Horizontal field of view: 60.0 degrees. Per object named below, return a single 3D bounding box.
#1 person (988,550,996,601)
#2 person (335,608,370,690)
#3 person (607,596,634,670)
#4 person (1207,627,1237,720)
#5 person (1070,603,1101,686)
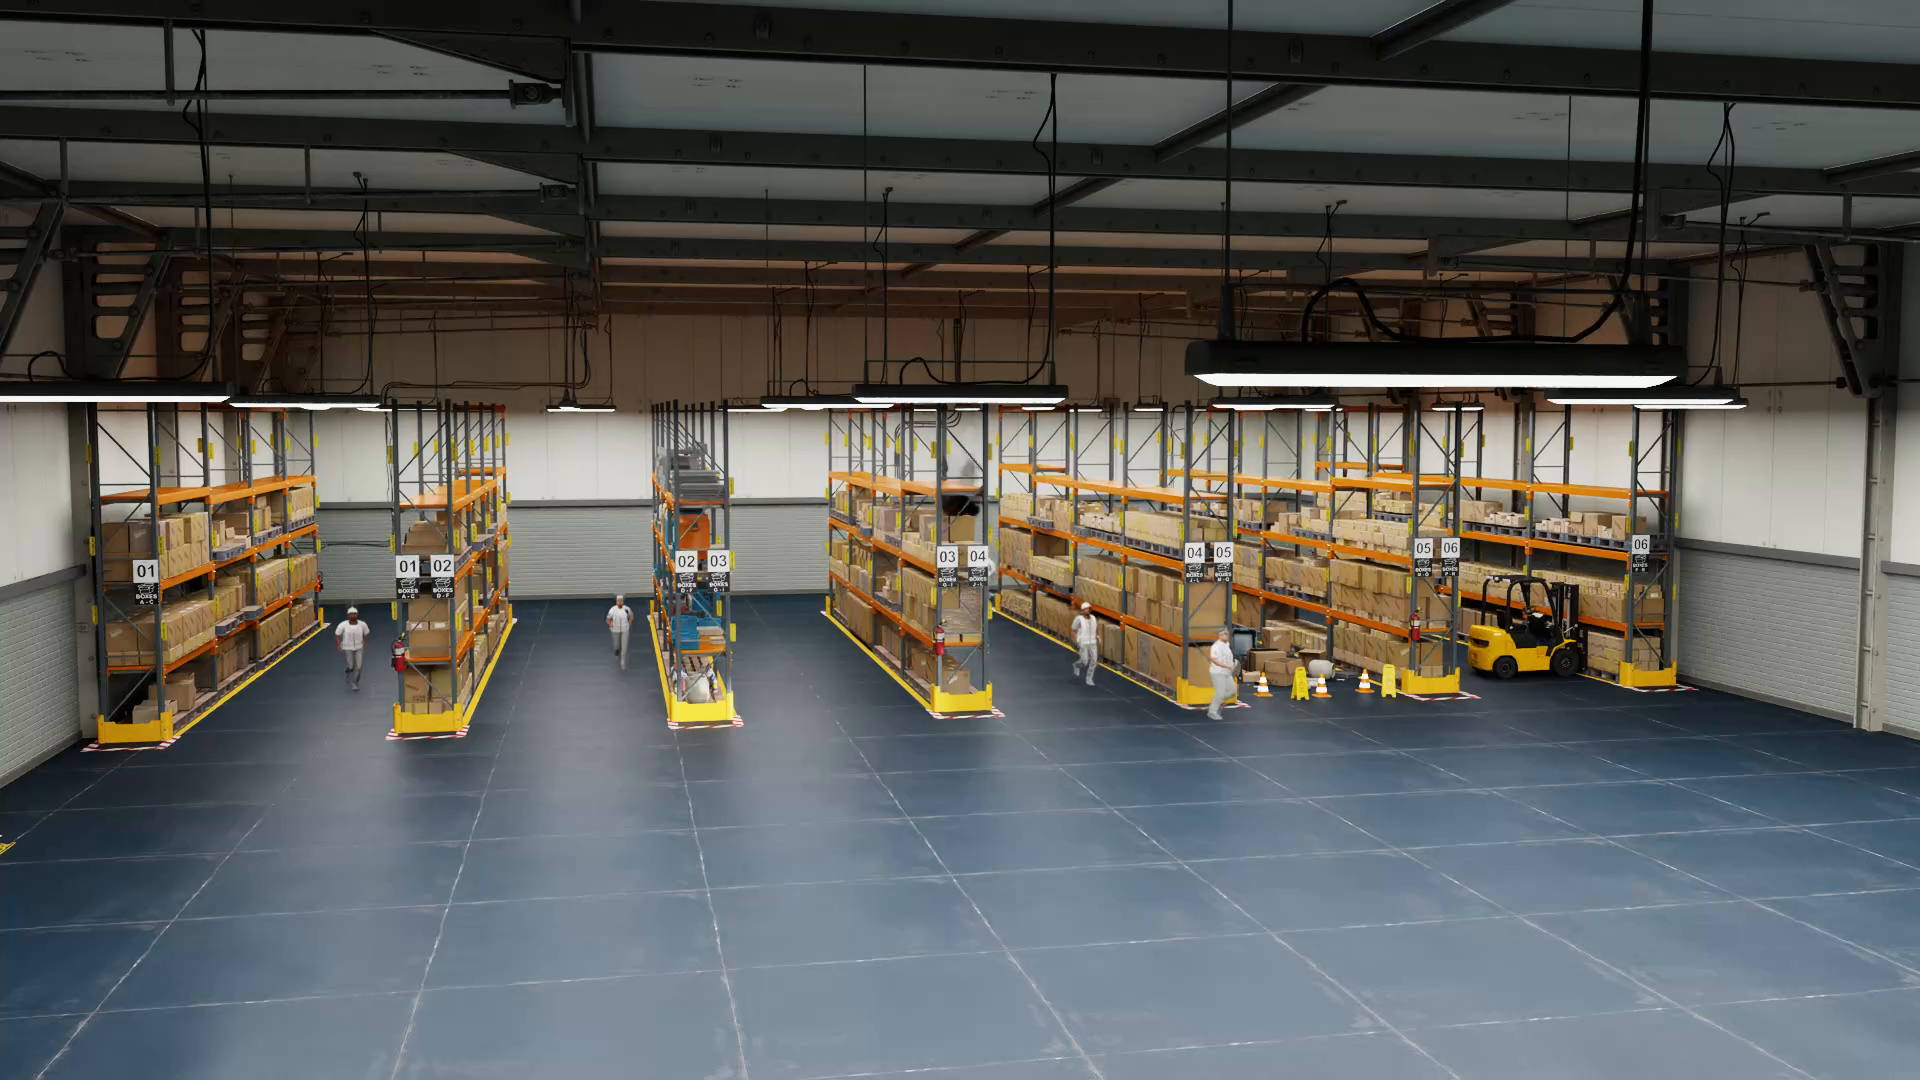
[{"bbox_3d":[0.764,1.127,49.799,0.741,1.684,0.848,-2,5,-24],"label":"person"},{"bbox_3d":[-12.610,2.261,34.576,0.701,1.715,0.587,-2,5,-28],"label":"person"},{"bbox_3d":[-7.676,2.080,37.599,0.612,1.658,0.831,-1,4,-14],"label":"person"},{"bbox_3d":[4.983,2.498,31.306,0.606,1.754,0.699,3,5,38],"label":"person"},{"bbox_3d":[2.670,2.195,35.320,0.681,1.746,0.710,-2,5,-25],"label":"person"}]
